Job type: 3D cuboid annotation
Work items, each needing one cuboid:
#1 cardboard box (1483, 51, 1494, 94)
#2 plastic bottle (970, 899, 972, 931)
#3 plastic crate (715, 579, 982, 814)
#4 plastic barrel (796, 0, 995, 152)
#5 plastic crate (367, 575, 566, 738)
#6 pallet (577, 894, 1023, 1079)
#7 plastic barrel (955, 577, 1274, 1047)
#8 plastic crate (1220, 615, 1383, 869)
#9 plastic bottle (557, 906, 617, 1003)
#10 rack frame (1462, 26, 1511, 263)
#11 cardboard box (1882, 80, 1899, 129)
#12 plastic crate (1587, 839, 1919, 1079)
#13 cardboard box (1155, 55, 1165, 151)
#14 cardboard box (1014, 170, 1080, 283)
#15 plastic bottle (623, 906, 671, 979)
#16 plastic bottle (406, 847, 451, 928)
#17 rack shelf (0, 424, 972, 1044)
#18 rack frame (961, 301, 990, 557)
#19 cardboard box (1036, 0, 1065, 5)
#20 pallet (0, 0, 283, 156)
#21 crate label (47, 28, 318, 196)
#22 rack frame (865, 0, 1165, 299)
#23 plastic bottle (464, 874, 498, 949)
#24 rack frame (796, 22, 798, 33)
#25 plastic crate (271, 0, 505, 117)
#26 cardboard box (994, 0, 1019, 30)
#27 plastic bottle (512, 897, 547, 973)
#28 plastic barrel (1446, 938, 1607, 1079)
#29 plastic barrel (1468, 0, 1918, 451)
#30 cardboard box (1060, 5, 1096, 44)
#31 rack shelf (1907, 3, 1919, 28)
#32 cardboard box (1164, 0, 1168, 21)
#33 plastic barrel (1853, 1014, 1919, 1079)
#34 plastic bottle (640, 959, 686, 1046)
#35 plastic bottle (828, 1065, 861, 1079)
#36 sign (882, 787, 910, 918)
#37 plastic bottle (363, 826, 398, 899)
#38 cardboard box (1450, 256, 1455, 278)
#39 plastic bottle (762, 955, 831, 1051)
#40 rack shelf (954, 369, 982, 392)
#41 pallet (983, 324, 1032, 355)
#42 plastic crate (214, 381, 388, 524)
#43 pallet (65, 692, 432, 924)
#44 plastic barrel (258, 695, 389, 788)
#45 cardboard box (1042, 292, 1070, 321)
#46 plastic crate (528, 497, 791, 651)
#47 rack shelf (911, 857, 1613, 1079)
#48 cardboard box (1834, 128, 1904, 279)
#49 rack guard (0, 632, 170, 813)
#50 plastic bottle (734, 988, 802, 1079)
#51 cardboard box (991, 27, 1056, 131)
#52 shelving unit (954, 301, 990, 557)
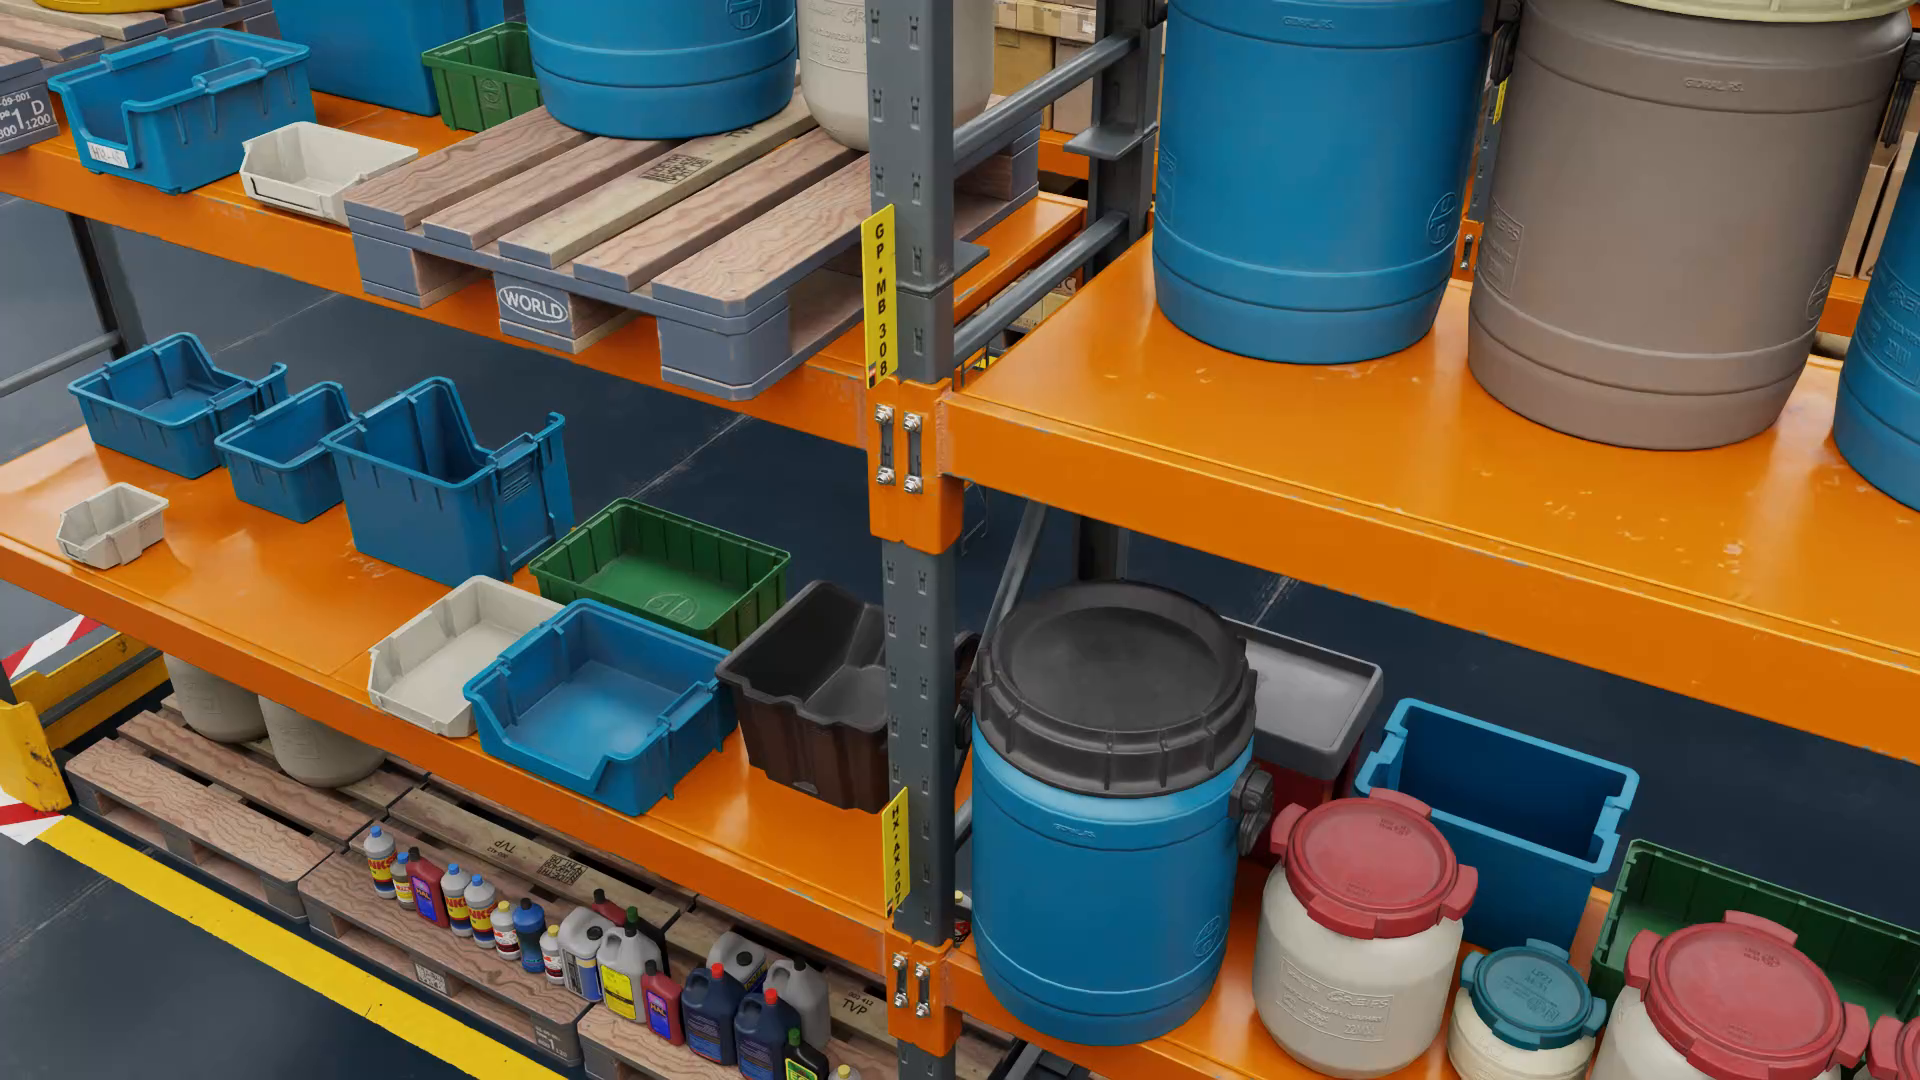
[{"bbox_3d":[2.258,-2.108,7.534,0.250,0.149,0.380,18,37,24],"label":"cardboard box"},{"bbox_3d":[0.080,1.212,5.288,0.097,0.271,0.097,0,34,0],"label":"plastic bottle"},{"bbox_3d":[-0.252,0.379,4.531,0.504,0.338,0.767,18,37,24],"label":"plastic crate"},{"bbox_3d":[-0.137,-1.125,3.547,0.421,0.512,0.421,0,34,0],"label":"plastic barrel"},{"bbox_3d":[-1.396,0.343,4.766,0.437,0.136,0.530,18,37,24],"label":"plastic crate"},{"bbox_3d":[-0.423,1.514,5.286,1.213,0.211,1.003,18,37,24],"label":"pallet"},{"bbox_3d":[0.325,0.601,3.688,0.708,0.901,0.600,18,37,24],"label":"plastic barrel"},{"bbox_3d":[0.712,0.517,4.209,0.583,0.464,0.402,18,37,24],"label":"plastic crate"},{"bbox_3d":[-1.149,1.282,5.179,0.135,0.276,0.152,18,38,25],"label":"plastic bottle"},{"bbox_3d":[2.601,-1.825,7.784,0.127,3.000,1.000,18,37,24],"label":"rack frame"},{"bbox_3d":[6.176,-3.040,11.467,0.500,0.500,0.700,17,37,23],"label":"cardboard box"},{"bbox_3d":[1.792,0.989,3.749,0.662,0.188,0.450,18,37,24],"label":"plastic crate"},{"bbox_3d":[1.317,-2.267,8.358,0.500,0.500,0.700,18,38,25],"label":"cardboard box"},{"bbox_3d":[0.359,-1.745,9.089,0.500,0.500,0.500,18,37,24],"label":"cardboard box"},{"bbox_3d":[-0.981,1.269,5.192,0.133,0.283,0.061,18,37,24],"label":"plastic bottle"},{"bbox_3d":[-1.726,1.125,5.408,0.133,0.283,0.061,18,38,25],"label":"plastic bottle"},{"bbox_3d":[-1.597,0.307,5.231,4.000,0.370,1.077,18,37,24],"label":"rack shelf"},{"bbox_3d":[0.067,-0.478,7.386,0.006,1.200,0.240,18,37,24],"label":"rack frame"},{"bbox_3d":[0.470,-3.077,8.404,0.500,0.500,0.700,18,38,25],"label":"cardboard box"},{"bbox_3d":[-2.663,-1.437,4.666,1.213,0.211,1.003,18,37,24],"label":"pallet"},{"bbox_3d":[-1.872,-1.055,4.056,0.408,0.251,0.502,18,37,24],"label":"crate label"},{"bbox_3d":[0.140,-1.939,2.543,0.127,3.000,1.000,18,37,24],"label":"rack frame"},{"bbox_3d":[-1.529,1.181,5.335,0.097,0.271,0.097,0,34,0],"label":"plastic bottle"},{"bbox_3d":[-0.872,-2.925,9.436,0.127,3.000,1.000,18,37,24],"label":"rack frame"},{"bbox_3d":[-1.528,-1.404,4.461,0.575,0.384,0.392,18,37,24],"label":"plastic crate"},{"bbox_3d":[0.259,-2.742,8.485,0.250,0.149,0.380,16,37,23],"label":"cardboard box"},{"bbox_3d":[-1.353,1.237,5.251,0.097,0.271,0.097,0,34,0],"label":"plastic bottle"},{"bbox_3d":[1.213,1.053,3.587,0.301,0.262,0.301,0,34,0],"label":"plastic barrel"},{"bbox_3d":[1.257,-0.684,2.912,0.600,0.901,0.600,0,34,0],"label":"plastic barrel"},{"bbox_3d":[0.696,-2.602,8.275,0.250,0.149,0.380,18,38,25],"label":"cardboard box"},{"bbox_3d":[6.792,-3.360,10.739,4.000,0.370,1.077,18,37,24],"label":"rack shelf"},{"bbox_3d":[1.338,-2.802,7.990,0.500,0.500,0.700,18,37,24],"label":"cardboard box"},{"bbox_3d":[1.874,1.191,3.133,0.433,0.535,0.433,0,34,0],"label":"plastic barrel"},{"bbox_3d":[-0.891,1.390,5.011,0.133,0.283,0.061,20,39,27],"label":"plastic bottle"},{"bbox_3d":[-0.330,1.590,4.784,0.097,0.201,0.097,0,34,0],"label":"plastic bottle"},{"bbox_3d":[-0.143,0.705,3.736,0.005,0.325,0.100,18,37,24],"label":"sign"},{"bbox_3d":[-1.914,1.059,5.518,0.097,0.271,0.097,0,34,0],"label":"plastic bottle"},{"bbox_3d":[2.353,-1.445,8.639,0.500,0.500,0.500,18,37,24],"label":"cardboard box"},{"bbox_3d":[-0.491,1.370,4.980,0.185,0.351,0.144,18,37,24],"label":"plastic bottle"},{"bbox_3d":[-0.013,-0.666,7.315,0.180,0.103,0.258,18,37,24],"label":"rack shelf"},{"bbox_3d":[0.868,-1.238,9.418,1.213,0.211,1.003,18,37,24],"label":"pallet"},{"bbox_3d":[-2.189,-0.305,5.636,0.408,0.251,0.499,18,37,24],"label":"plastic crate"},{"bbox_3d":[-2.541,0.843,6.294,1.213,0.211,1.003,18,37,24],"label":"pallet"},{"bbox_3d":[-2.289,0.601,6.007,0.421,0.512,0.421,0,34,0],"label":"plastic barrel"},{"bbox_3d":[0.785,-1.287,9.079,0.500,0.250,0.500,18,37,24],"label":"cardboard box"},{"bbox_3d":[-0.899,0.137,5.029,0.662,0.188,0.450,18,37,24],"label":"plastic crate"},{"bbox_3d":[1.876,1.407,3.579,4.000,0.370,1.077,18,37,24],"label":"rack shelf"},{"bbox_3d":[3.717,-1.502,7.210,0.500,0.500,0.500,20,39,28],"label":"cardboard box"},{"bbox_3d":[-3.244,0.497,6.553,0.348,0.500,1.175,18,37,24],"label":"rack guard"},{"bbox_3d":[-0.562,1.439,4.876,0.185,0.351,0.144,17,37,23],"label":"plastic bottle"},{"bbox_3d":[0.413,-2.550,8.783,0.500,0.500,0.700,18,38,25],"label":"cardboard box"},{"bbox_3d":[-0.013,-0.503,7.423,0.189,1.200,0.258,18,37,24],"label":"shelving unit"}]
